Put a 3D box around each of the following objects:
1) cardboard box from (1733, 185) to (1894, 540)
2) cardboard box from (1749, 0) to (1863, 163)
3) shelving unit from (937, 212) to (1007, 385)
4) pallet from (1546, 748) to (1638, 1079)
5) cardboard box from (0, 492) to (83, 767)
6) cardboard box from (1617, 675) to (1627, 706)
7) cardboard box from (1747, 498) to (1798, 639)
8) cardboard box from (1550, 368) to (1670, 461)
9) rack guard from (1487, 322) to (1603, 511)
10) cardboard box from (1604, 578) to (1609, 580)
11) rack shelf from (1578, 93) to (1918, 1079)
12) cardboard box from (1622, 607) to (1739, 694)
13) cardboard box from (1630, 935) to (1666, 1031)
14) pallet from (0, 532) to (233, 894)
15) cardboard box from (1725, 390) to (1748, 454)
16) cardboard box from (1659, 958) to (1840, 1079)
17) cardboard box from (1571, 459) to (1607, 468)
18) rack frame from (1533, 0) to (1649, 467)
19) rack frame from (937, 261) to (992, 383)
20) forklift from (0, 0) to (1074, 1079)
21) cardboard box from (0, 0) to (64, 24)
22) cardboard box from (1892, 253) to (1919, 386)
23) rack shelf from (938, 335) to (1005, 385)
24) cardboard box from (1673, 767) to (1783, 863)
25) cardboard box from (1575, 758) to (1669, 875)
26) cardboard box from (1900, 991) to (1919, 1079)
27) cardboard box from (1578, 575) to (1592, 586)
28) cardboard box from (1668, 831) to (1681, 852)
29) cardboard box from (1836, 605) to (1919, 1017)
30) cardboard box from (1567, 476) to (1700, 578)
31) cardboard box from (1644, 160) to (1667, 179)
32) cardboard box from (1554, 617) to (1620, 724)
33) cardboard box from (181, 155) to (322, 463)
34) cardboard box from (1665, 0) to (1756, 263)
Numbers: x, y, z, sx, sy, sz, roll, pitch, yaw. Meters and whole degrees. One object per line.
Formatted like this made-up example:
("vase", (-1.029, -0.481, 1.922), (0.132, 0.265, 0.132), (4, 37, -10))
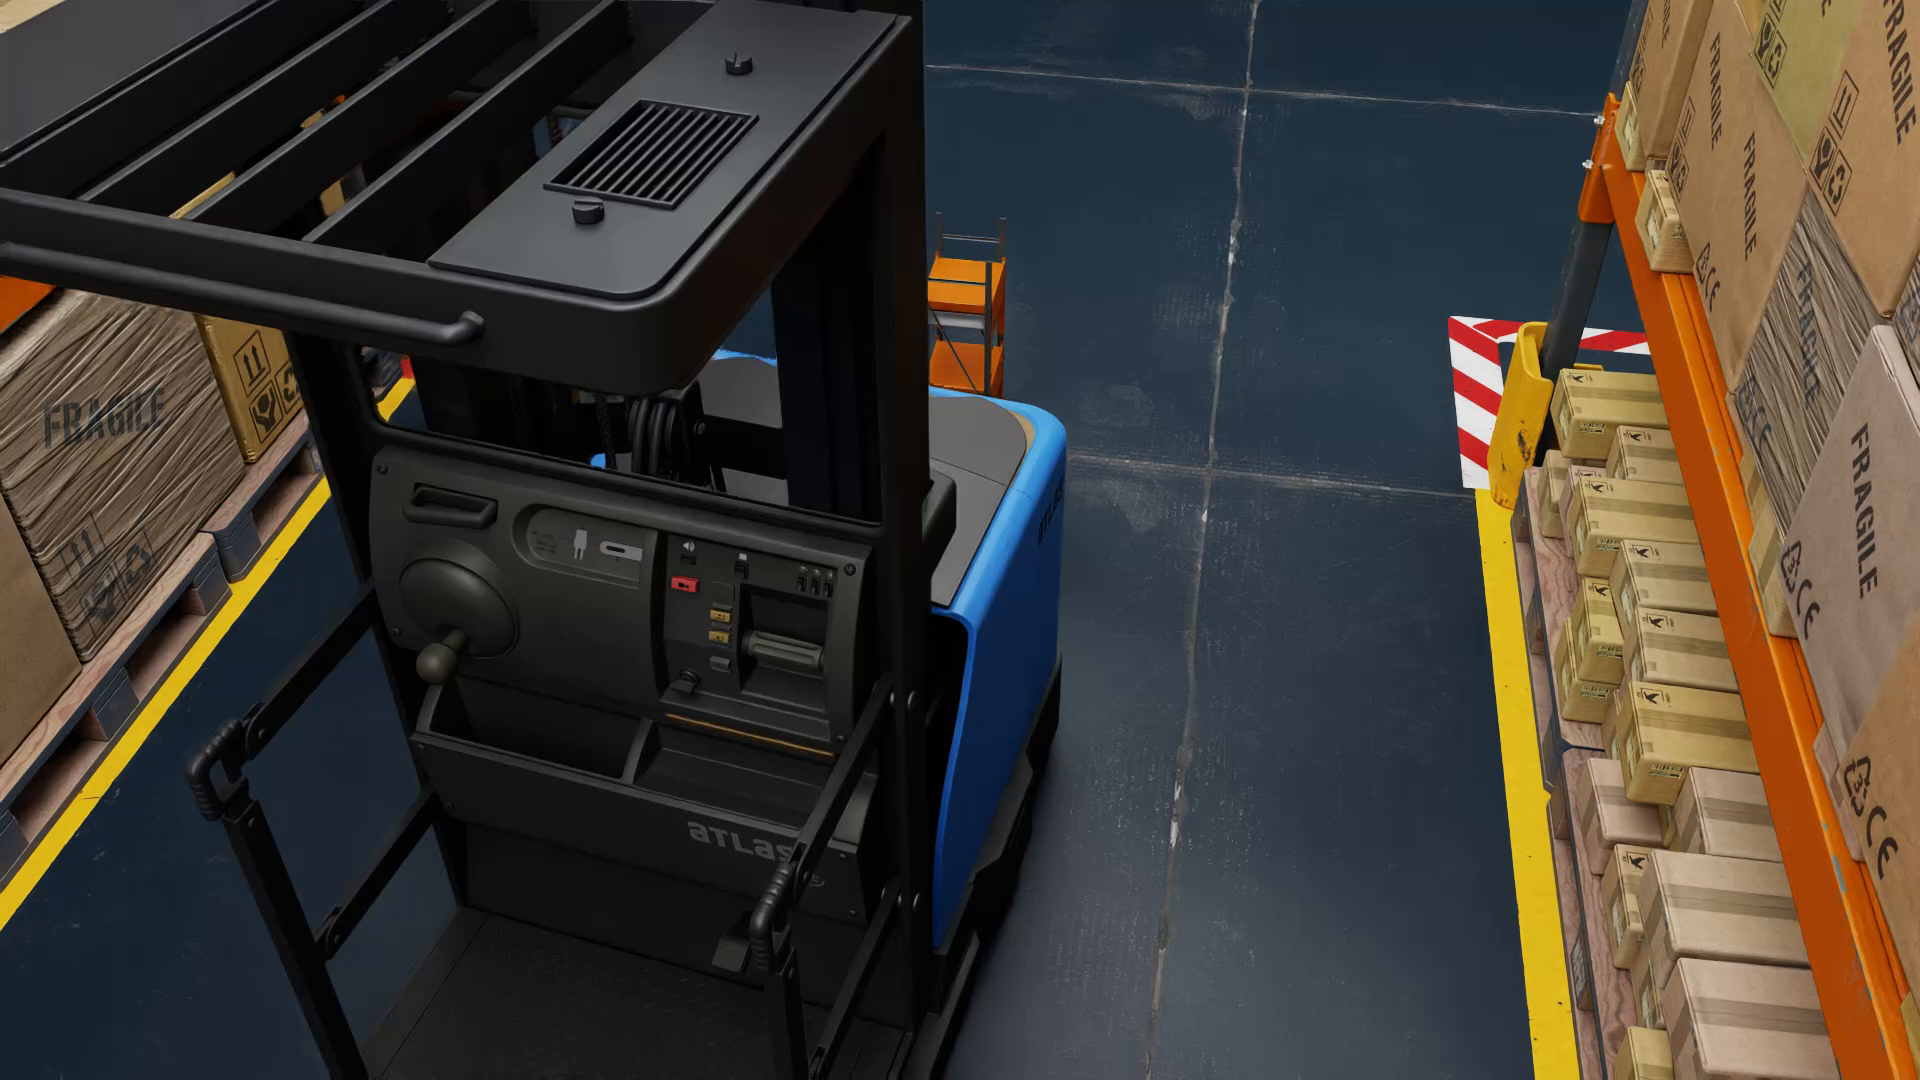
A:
("cardboard box", (1.745, -0.286, 2.930), (0.500, 0.500, 0.500), (5, 40, 7))
("cardboard box", (1.809, -0.994, 3.002), (0.500, 0.500, 0.500), (6, 40, 7))
("shelving unit", (0.009, -0.438, 4.956), (0.215, 1.050, 0.252), (6, 40, 8))
("pallet", (1.939, 1.042, 3.824), (1.003, 0.211, 1.213), (6, 40, 8))
("cardboard box", (-2.870, 0.237, 3.947), (0.875, 0.875, 0.875), (6, 40, 8))
("cardboard box", (1.836, 0.428, 4.052), (0.380, 0.149, 0.250), (5, 40, 6))
("cardboard box", (1.668, 0.063, 3.016), (0.380, 0.149, 0.250), (7, 40, 9))
("cardboard box", (1.916, -0.351, 4.761), (0.380, 0.149, 0.250), (5, 40, 6))
("rack guard", (2.328, -0.338, 5.267), (1.175, 0.500, 0.348), (6, 40, 8))
("cardboard box", (1.940, 0.102, 4.447), (0.380, 0.149, 0.250), (7, 40, 8))
("rack shelf", (1.995, 0.183, 3.239), (1.077, 0.370, 4.000), (6, 40, 8))
("cardboard box", (1.798, 0.317, 3.953), (0.380, 0.149, 0.250), (8, 40, 9))
("cardboard box", (1.672, 1.008, 3.584), (0.380, 0.149, 0.250), (7, 40, 9))
("pallet", (-2.801, 0.389, 4.614), (1.003, 0.211, 1.213), (6, 40, 8))
("cardboard box", (1.808, -0.261, 3.409), (0.380, 0.149, 0.250), (6, 40, 7))
("cardboard box", (1.573, 0.960, 3.175), (0.380, 0.149, 0.250), (5, 40, 6))
("cardboard box", (1.998, -0.227, 4.845), (0.380, 0.149, 0.250), (8, 40, 10))
("rack frame", (2.341, -1.350, 4.528), (1.000, 3.000, 0.127), (6, 40, 8))
("rack frame", (-0.012, -0.362, 4.863), (0.200, 1.050, 0.008), (6, 40, 8))
("forklift", (-0.653, 0.151, 2.767), (1.130, 2.935, 3.031), (12, 41, 14))
("cardboard box", (-2.437, -1.365, 4.431), (0.500, 0.250, 0.500), (6, 40, 7))
("cardboard box", (1.651, -0.347, 2.219), (0.500, 0.500, 0.500), (7, 40, 9))
("rack shelf", (0.009, -0.430, 4.963), (0.215, 0.259, 0.240), (6, 40, 8))
("cardboard box", (1.758, 0.646, 3.556), (0.380, 0.149, 0.250), (6, 40, 8))
("cardboard box", (1.703, 0.676, 3.986), (0.380, 0.149, 0.250), (5, 40, 6))
("cardboard box", (1.510, 0.718, 2.225), (0.380, 0.149, 0.250), (8, 40, 9))
("cardboard box", (1.971, 0.054, 4.738), (0.380, 0.149, 0.250), (6, 40, 7))
("cardboard box", (1.773, 0.772, 3.637), (0.380, 0.149, 0.250), (8, 40, 10))
("cardboard box", (1.546, 0.347, 2.164), (0.500, 0.500, 0.500), (5, 40, 6))
("cardboard box", (1.817, -0.020, 4.361), (0.380, 0.149, 0.250), (6, 40, 8))
("cardboard box", (1.959, -0.921, 4.207), (0.380, 0.149, 0.250), (8, 40, 9))
("cardboard box", (1.782, 0.359, 4.369), (0.380, 0.149, 0.250), (7, 40, 8))
("cardboard box", (-2.558, -0.892, 5.313), (0.875, 0.875, 0.875), (6, 40, 8))
("cardboard box", (1.924, -0.913, 3.688), (0.500, 0.500, 0.500), (6, 40, 8))
